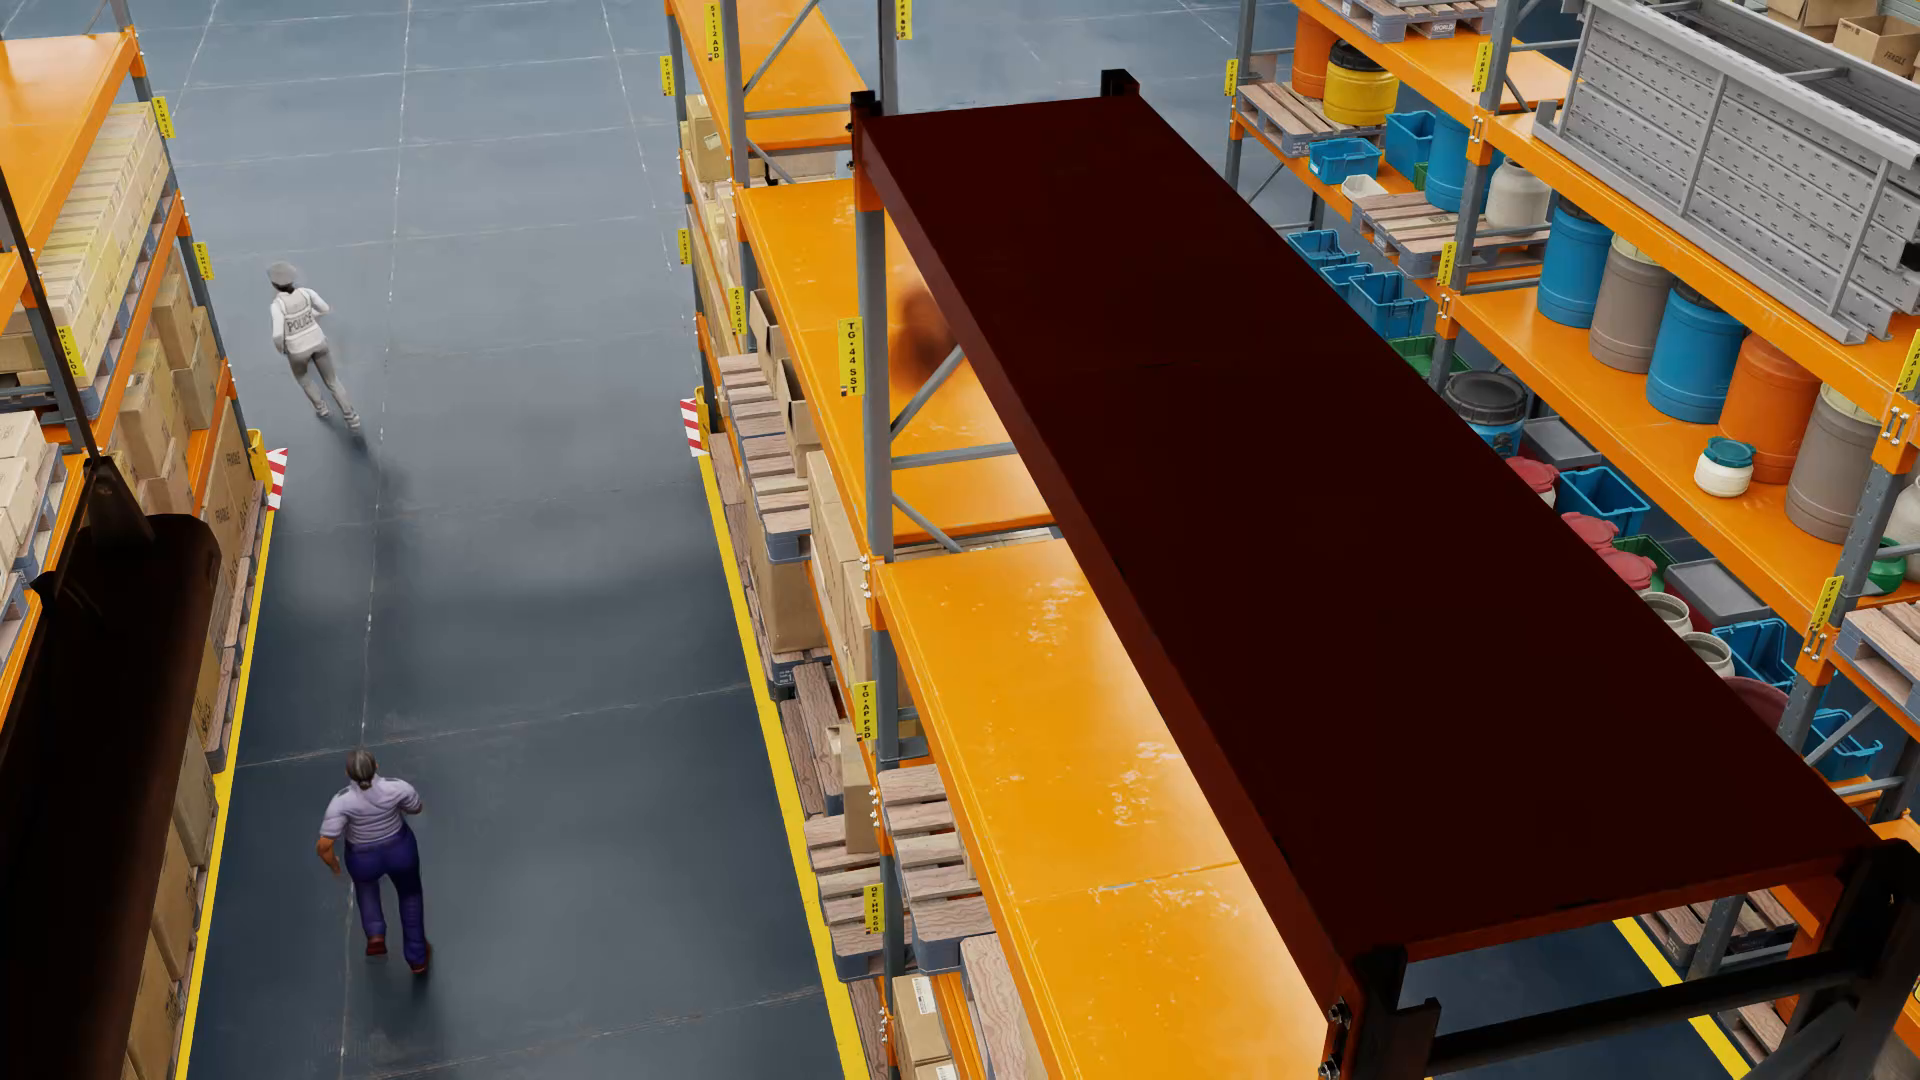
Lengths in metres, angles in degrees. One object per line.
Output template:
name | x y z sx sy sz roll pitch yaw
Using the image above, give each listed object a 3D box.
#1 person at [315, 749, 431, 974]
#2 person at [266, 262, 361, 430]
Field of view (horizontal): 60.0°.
person | -3.456 1.848 9.884 0.601 1.624 0.648 -12 36 -17
person | -5.939 -1.719 15.093 0.641 1.717 0.786 -28 44 -35
